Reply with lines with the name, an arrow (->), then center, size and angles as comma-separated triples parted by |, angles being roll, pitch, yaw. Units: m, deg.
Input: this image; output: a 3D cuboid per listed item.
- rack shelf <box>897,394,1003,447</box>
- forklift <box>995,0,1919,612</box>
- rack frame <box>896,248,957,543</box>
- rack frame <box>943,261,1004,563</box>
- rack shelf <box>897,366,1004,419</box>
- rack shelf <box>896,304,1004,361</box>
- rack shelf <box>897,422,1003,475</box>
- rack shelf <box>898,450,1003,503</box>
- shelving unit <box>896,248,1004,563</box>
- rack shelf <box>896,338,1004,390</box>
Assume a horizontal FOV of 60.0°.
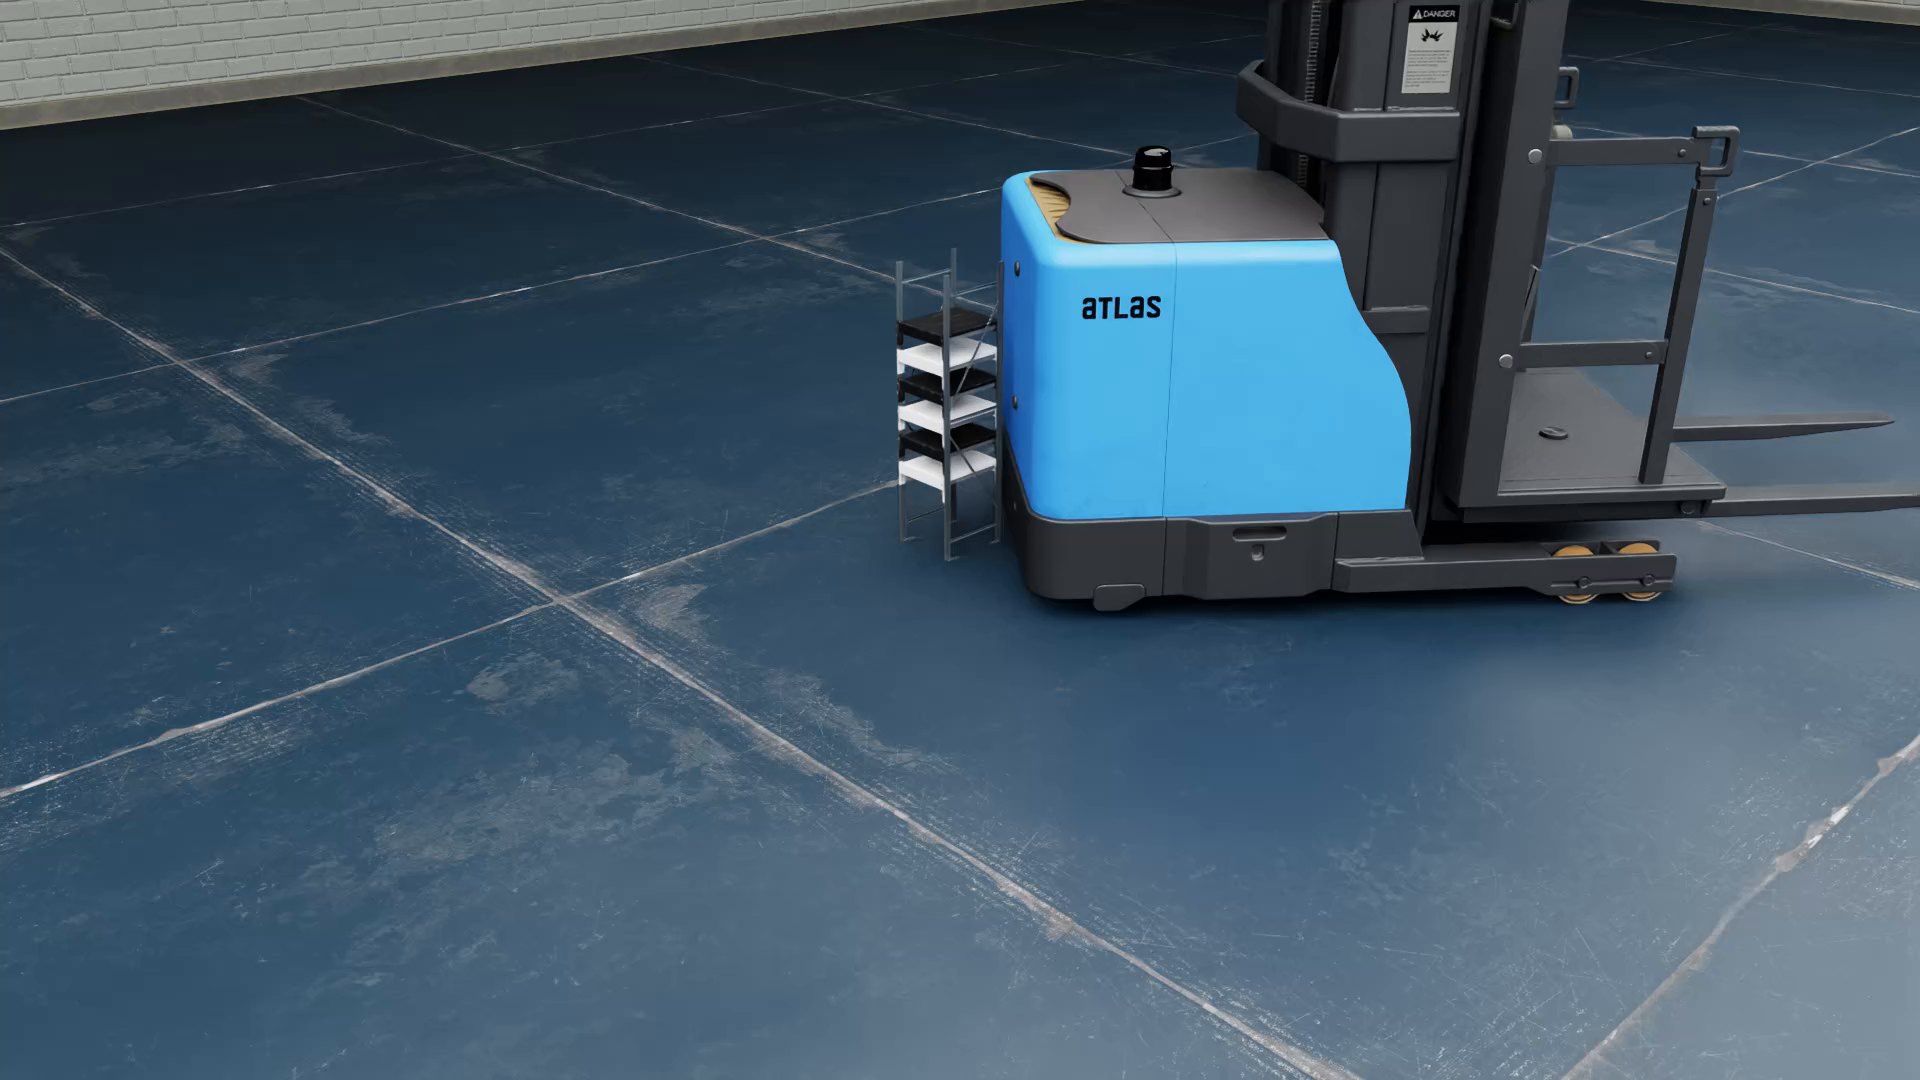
rack shelf -> -0.030, -0.375, 5.068 | 0.258, 0.077, 0.200 | -22, 32, -39
forklift -> 1.663, -1.364, 4.710 | 3.031, 2.935, 1.130 | -2, 25, -4
rack frame -> -0.100, -0.436, 5.122 | 0.240, 0.900, 0.006 | -22, 32, -39
rack frame -> 0.041, -0.375, 4.988 | 0.240, 0.900, 0.006 | -22, 32, -39
rack shelf -> -0.030, -0.457, 5.031 | 0.258, 0.077, 0.200 | -22, 32, -39
rack shelf -> -0.030, -0.621, 4.956 | 0.258, 0.077, 0.200 | -22, 32, -39
rack shelf -> -0.030, -0.293, 5.106 | 0.258, 0.077, 0.200 | -22, 32, -39
rack shelf -> -0.030, -0.211, 5.143 | 0.258, 0.077, 0.200 | -22, 32, -39
shelving unit -> -0.030, -0.405, 5.055 | 0.258, 0.900, 0.210 | -22, 32, -39
rack shelf -> -0.030, -0.539, 4.994 | 0.258, 0.077, 0.200 | -22, 32, -39
